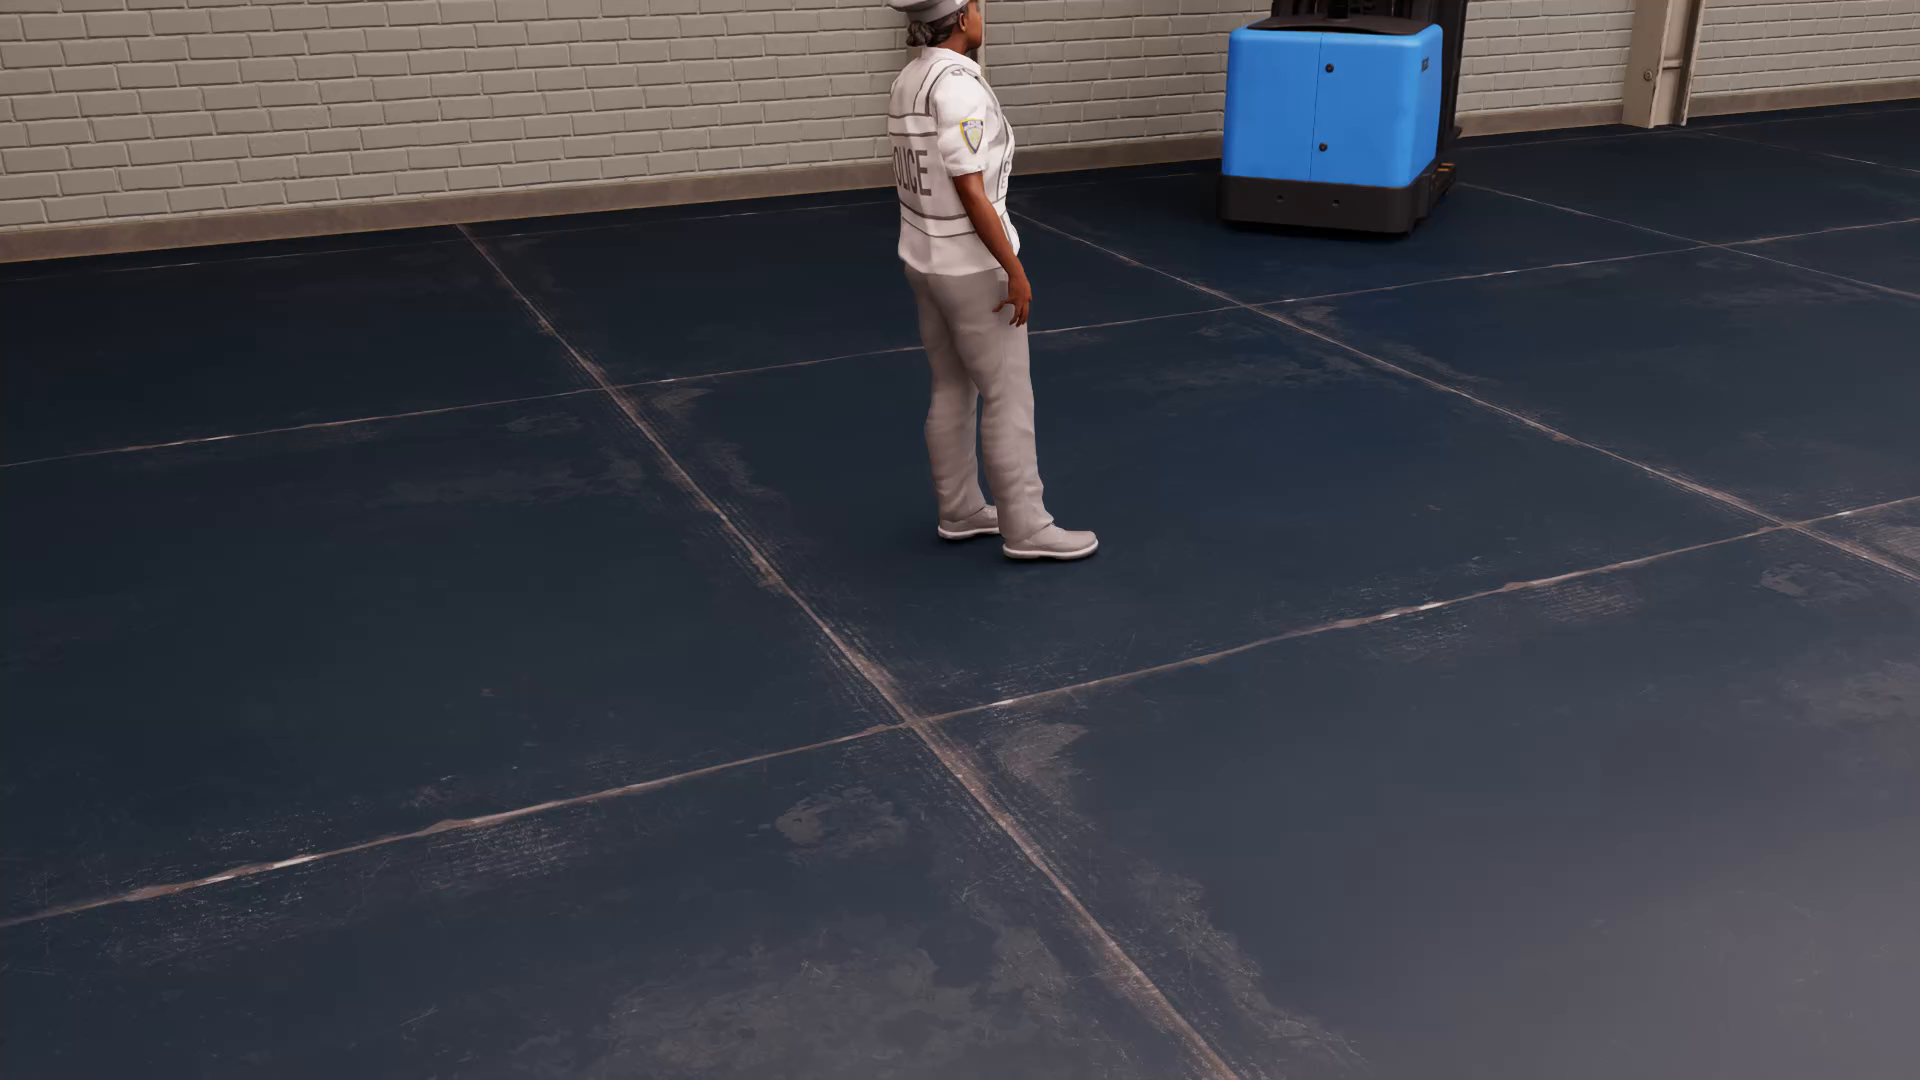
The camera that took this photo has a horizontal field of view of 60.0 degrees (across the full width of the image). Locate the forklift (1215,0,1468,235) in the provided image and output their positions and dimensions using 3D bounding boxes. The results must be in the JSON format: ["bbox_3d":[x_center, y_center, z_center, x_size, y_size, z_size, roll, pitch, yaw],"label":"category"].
[{"bbox_3d":[2.460,-3.523,9.767,1.130,2.935,3.031,9,24,21],"label":"forklift"}]

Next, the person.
[{"bbox_3d":[0.076,-0.794,4.791,0.530,1.695,0.569,-10,25,-23],"label":"person"}]
